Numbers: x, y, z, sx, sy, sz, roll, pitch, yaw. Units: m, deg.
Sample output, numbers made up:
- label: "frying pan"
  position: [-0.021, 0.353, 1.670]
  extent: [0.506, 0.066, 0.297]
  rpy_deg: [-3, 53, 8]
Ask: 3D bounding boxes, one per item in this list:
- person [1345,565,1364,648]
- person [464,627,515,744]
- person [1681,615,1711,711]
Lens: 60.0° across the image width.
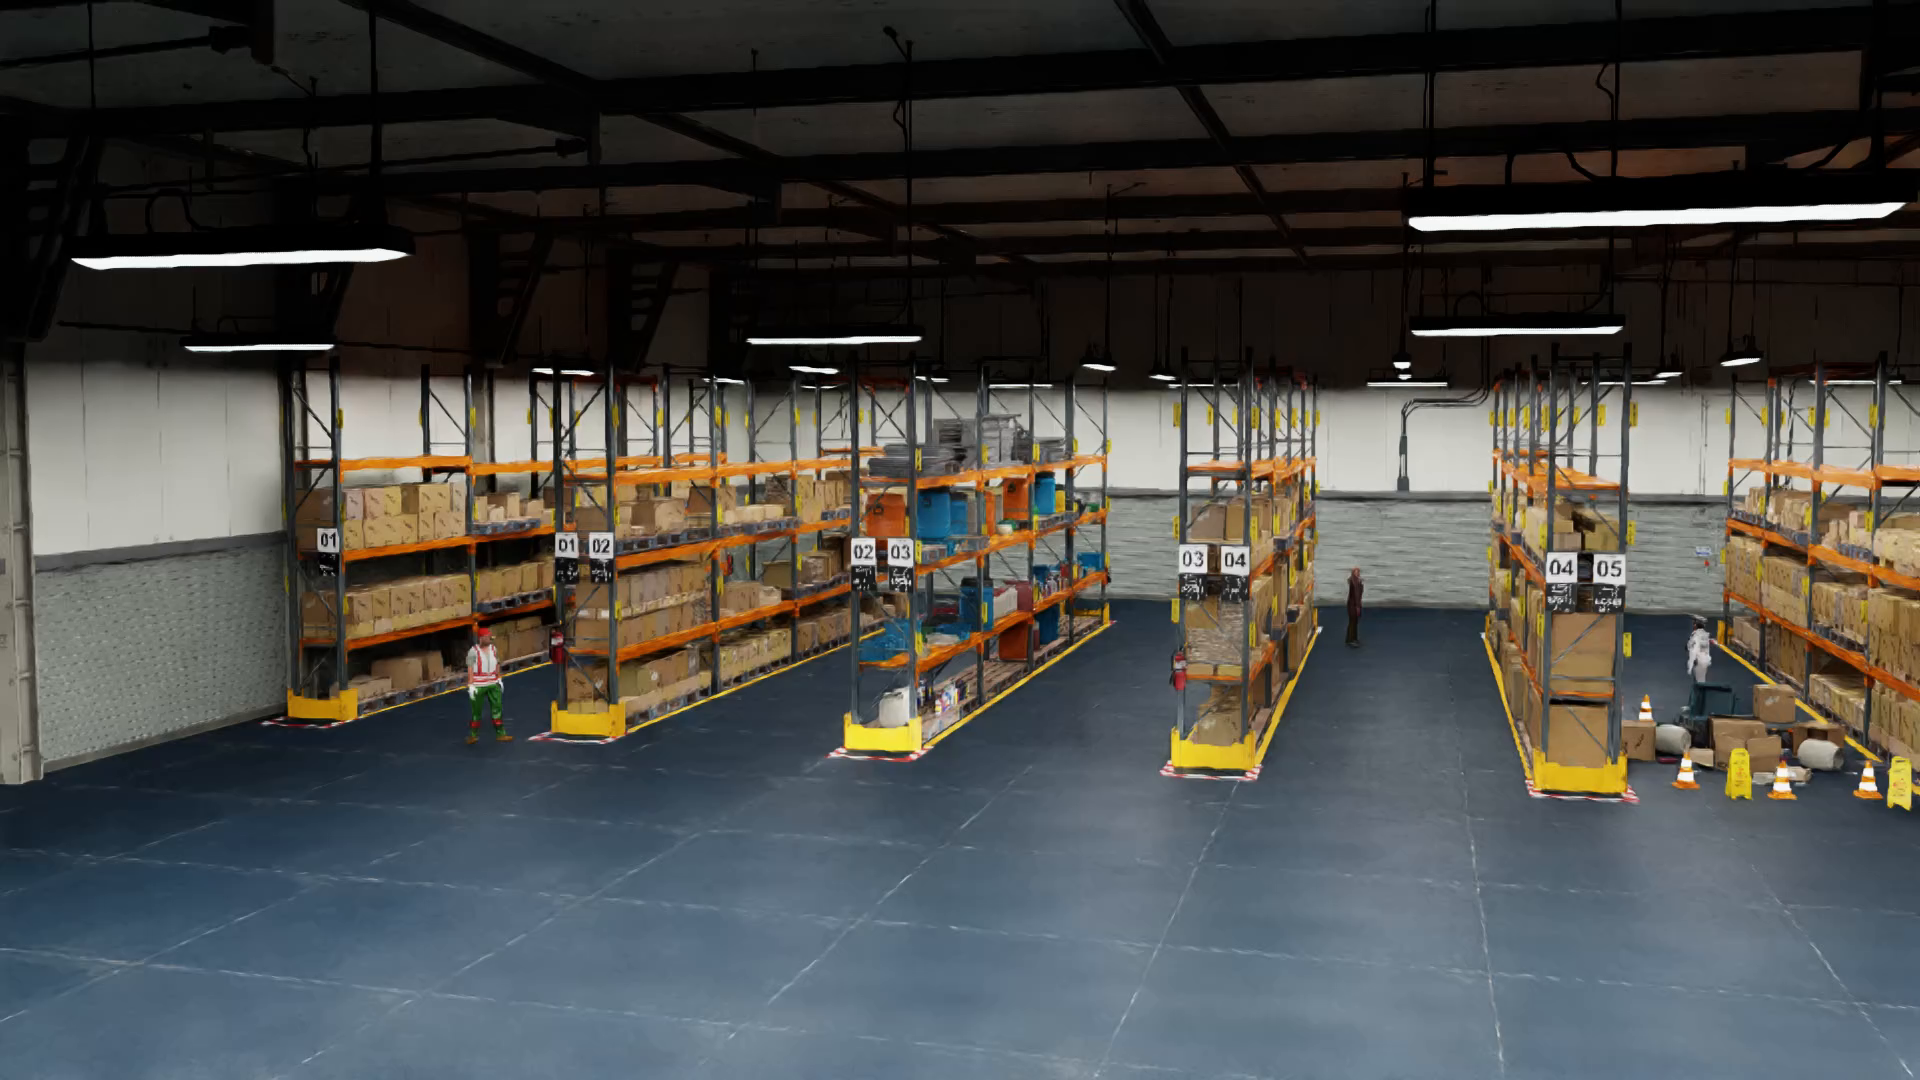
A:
- label: "person"
  position: [8.630, 1.426, 36.277]
  extent: [0.439, 1.787, 0.701]
  rpy_deg: [0, 4, 7]
- label: "person"
  position: [-7.268, 2.220, 25.532]
  extent: [0.688, 1.787, 0.496]
  rpy_deg: [-4, 6, -43]
- label: "person"
  position: [12.416, 2.100, 28.009]
  extent: [0.544, 1.667, 0.572]
  rpy_deg: [4, 6, 44]
